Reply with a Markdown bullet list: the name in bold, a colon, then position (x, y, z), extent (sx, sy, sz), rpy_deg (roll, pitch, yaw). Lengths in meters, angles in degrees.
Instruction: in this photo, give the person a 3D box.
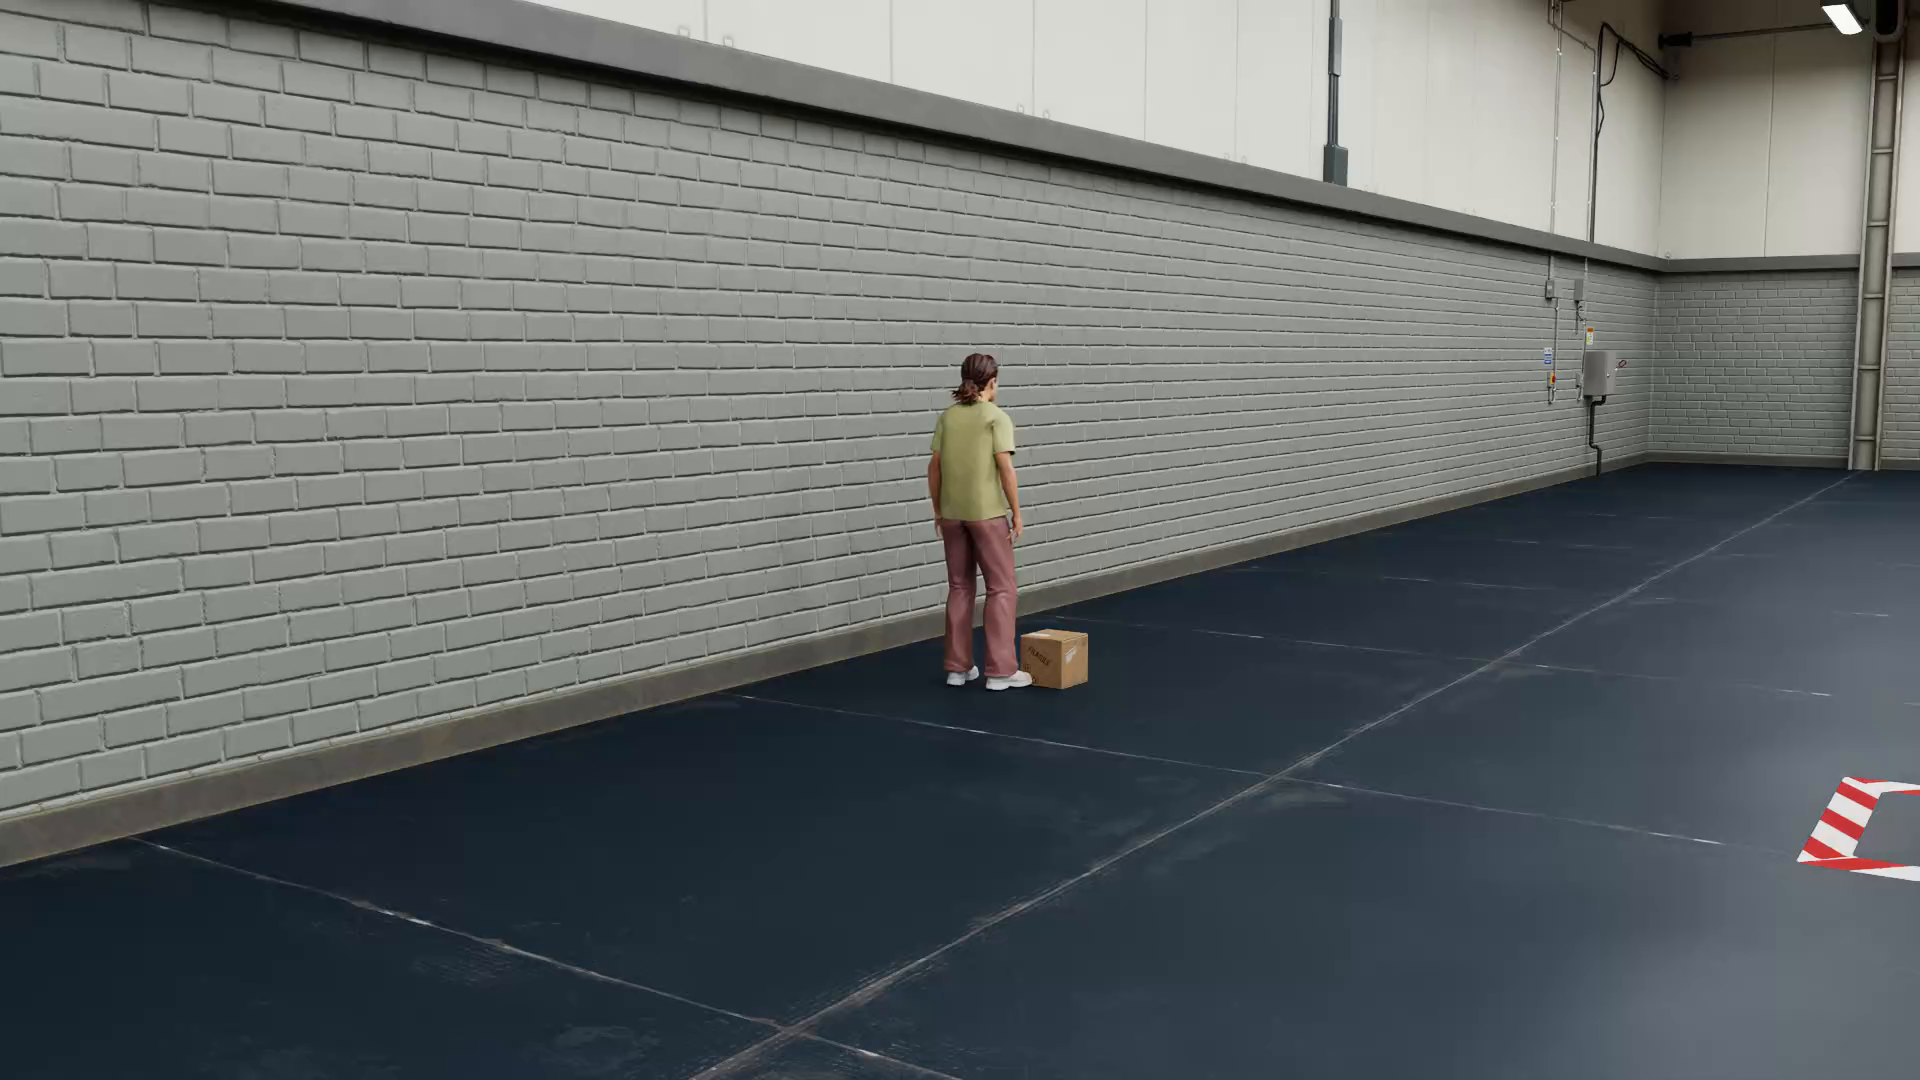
- **person**: position (0.088, -0.099, 8.351), extent (0.510, 1.672, 0.352), rpy_deg (4, 8, 32)
